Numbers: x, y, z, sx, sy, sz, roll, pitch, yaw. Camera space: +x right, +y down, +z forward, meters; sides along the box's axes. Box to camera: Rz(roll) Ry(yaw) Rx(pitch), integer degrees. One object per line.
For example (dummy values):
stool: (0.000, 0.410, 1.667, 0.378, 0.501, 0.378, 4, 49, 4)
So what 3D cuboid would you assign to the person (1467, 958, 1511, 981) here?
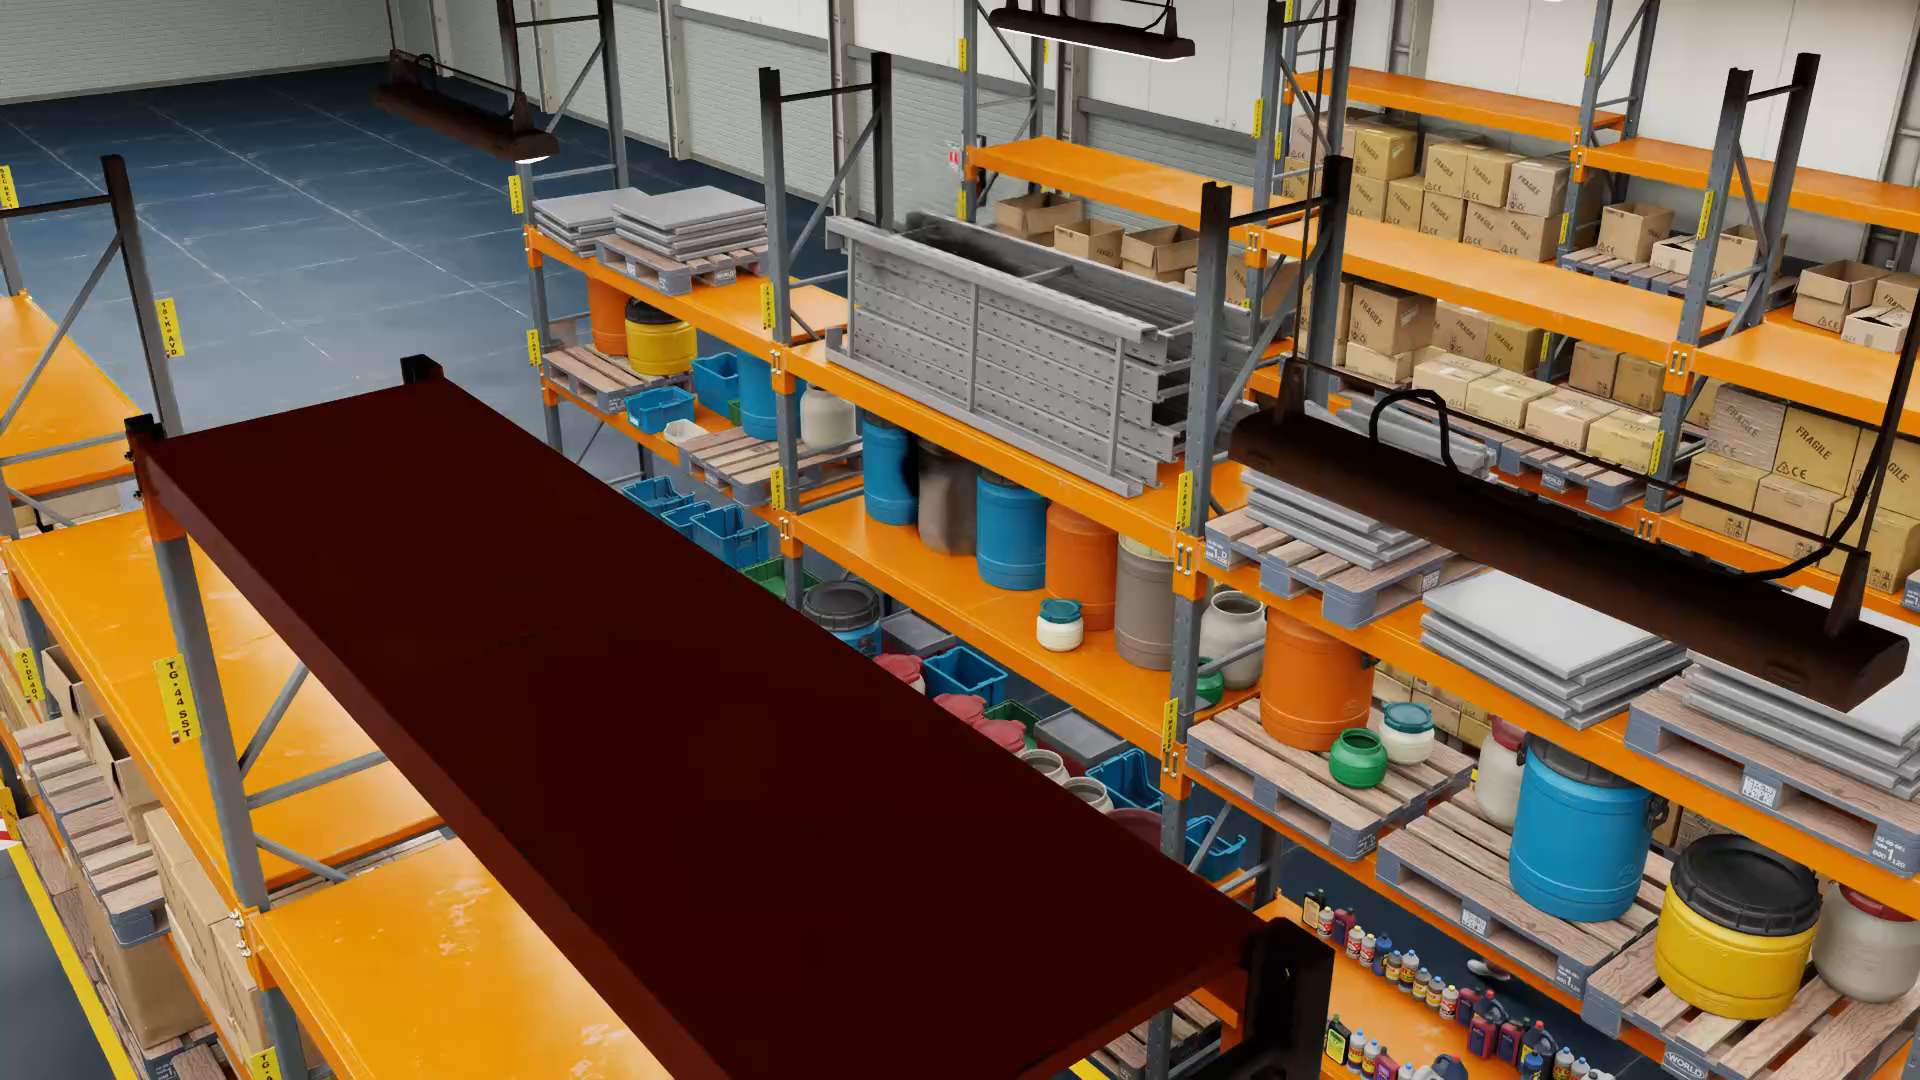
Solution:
person: (4.023, 2.420, 11.301, 0.955, 1.659, 0.577, 19, 31, 33)
